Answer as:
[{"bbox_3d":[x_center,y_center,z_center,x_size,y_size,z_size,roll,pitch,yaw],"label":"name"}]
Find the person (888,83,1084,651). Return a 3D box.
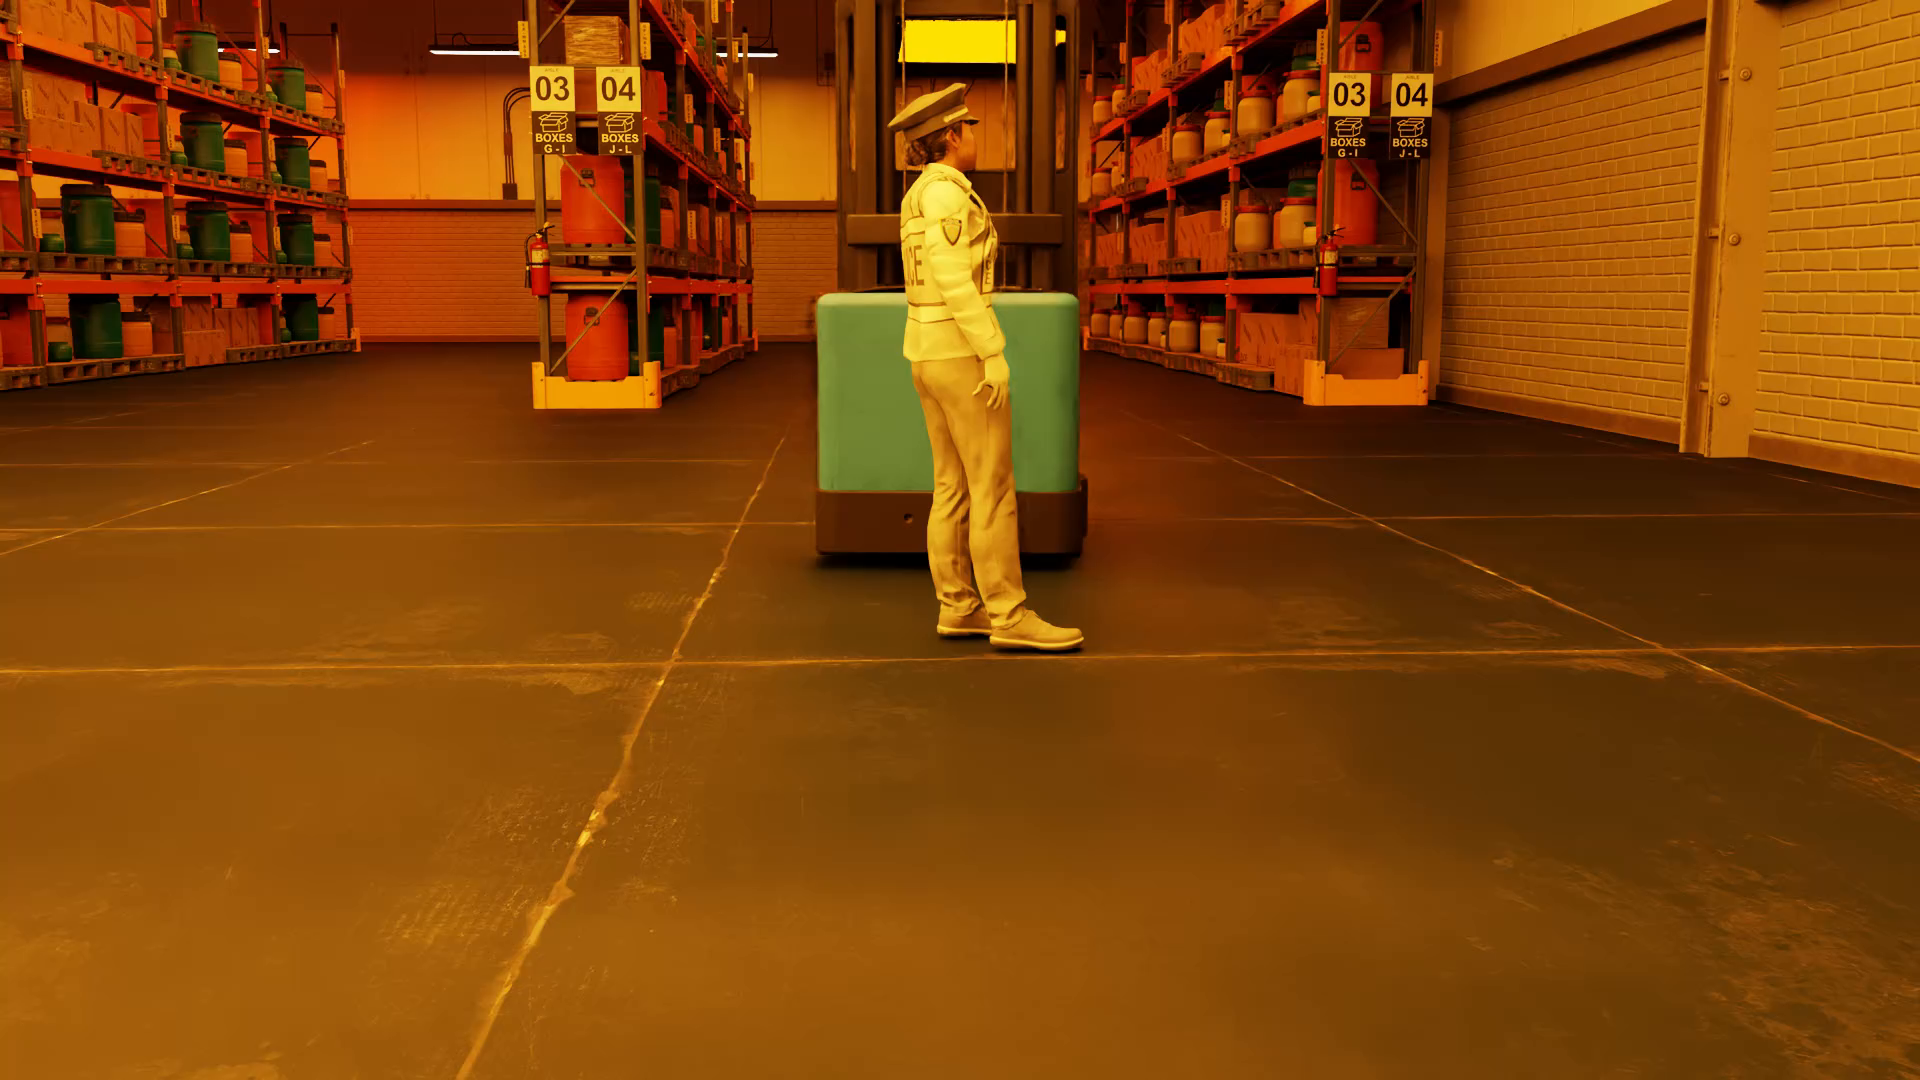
[{"bbox_3d":[0.059,-0.537,5.110,0.532,1.695,0.588,-2,9,-14],"label":"person"}]

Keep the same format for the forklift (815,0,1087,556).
[{"bbox_3d":[-0.004,-1.549,7.765,1.130,2.935,3.031,0,8,2],"label":"forklift"}]
